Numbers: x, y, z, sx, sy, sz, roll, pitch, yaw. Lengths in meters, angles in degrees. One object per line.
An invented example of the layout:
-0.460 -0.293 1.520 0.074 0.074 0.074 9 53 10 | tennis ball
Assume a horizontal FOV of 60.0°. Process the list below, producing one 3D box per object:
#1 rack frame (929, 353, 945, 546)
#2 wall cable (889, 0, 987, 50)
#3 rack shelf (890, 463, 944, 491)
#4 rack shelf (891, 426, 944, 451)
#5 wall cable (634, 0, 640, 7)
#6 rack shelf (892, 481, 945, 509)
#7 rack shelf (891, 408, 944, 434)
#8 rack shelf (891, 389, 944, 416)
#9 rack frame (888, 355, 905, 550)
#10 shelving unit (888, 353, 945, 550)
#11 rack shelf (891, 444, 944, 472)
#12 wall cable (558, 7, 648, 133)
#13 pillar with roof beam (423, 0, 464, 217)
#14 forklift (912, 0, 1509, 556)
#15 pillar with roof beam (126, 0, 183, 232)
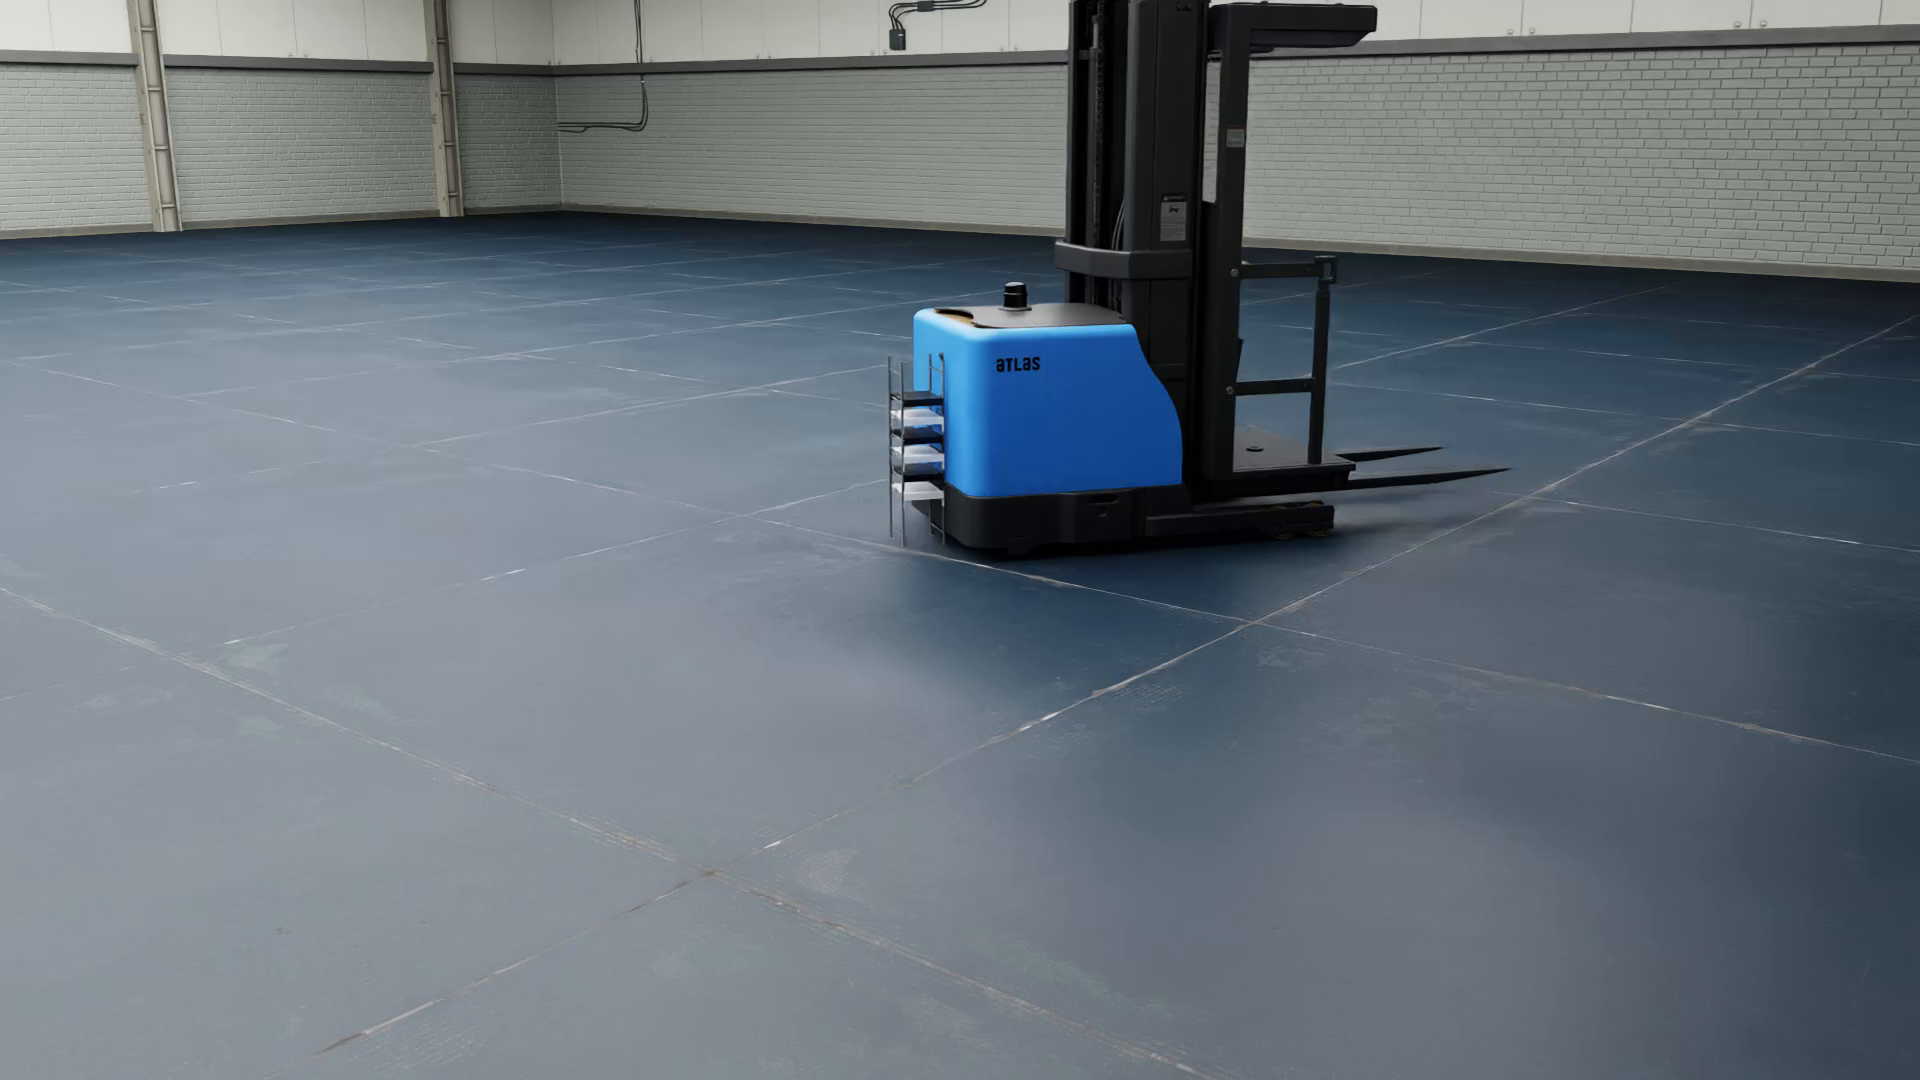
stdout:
-0.111 -0.434 8.004 0.006 0.900 0.240 -5 15 -17 | rack frame
-0.366 -11.659 28.834 2.305 6.003 0.169 11 18 38 | wall cable
-0.208 -0.307 8.004 0.200 0.077 0.258 -5 15 -17 | rack shelf
-0.208 -0.481 7.959 0.200 0.077 0.258 -5 15 -17 | rack shelf
-5.636 -12.007 33.160 3.097 2.526 0.112 11 18 38 | wall cable
-0.208 -0.220 8.026 0.200 0.077 0.258 -5 15 -17 | rack shelf
-0.208 -0.568 7.937 0.200 0.077 0.258 -5 15 -17 | rack shelf
-0.208 -0.656 7.915 0.200 0.077 0.258 -5 15 -17 | rack shelf
-0.304 -0.419 7.943 0.006 0.900 0.240 -5 15 -17 | rack frame
-0.208 -0.426 7.973 0.210 0.900 0.258 -5 15 -17 | shelving unit
-0.208 -0.394 7.982 0.200 0.077 0.258 -5 15 -17 | rack shelf
-7.740 -9.978 35.430 3.097 2.526 0.112 11 18 38 | wall cable
-7.271 -10.457 31.010 9.100 9.000 0.400 11 18 38 | pillar with roof beam
1.328 -1.540 8.232 3.031 2.935 1.130 -5 15 -17 | forklift
-11.042 -9.308 26.487 9.100 9.000 0.400 11 18 38 | pillar with roof beam
